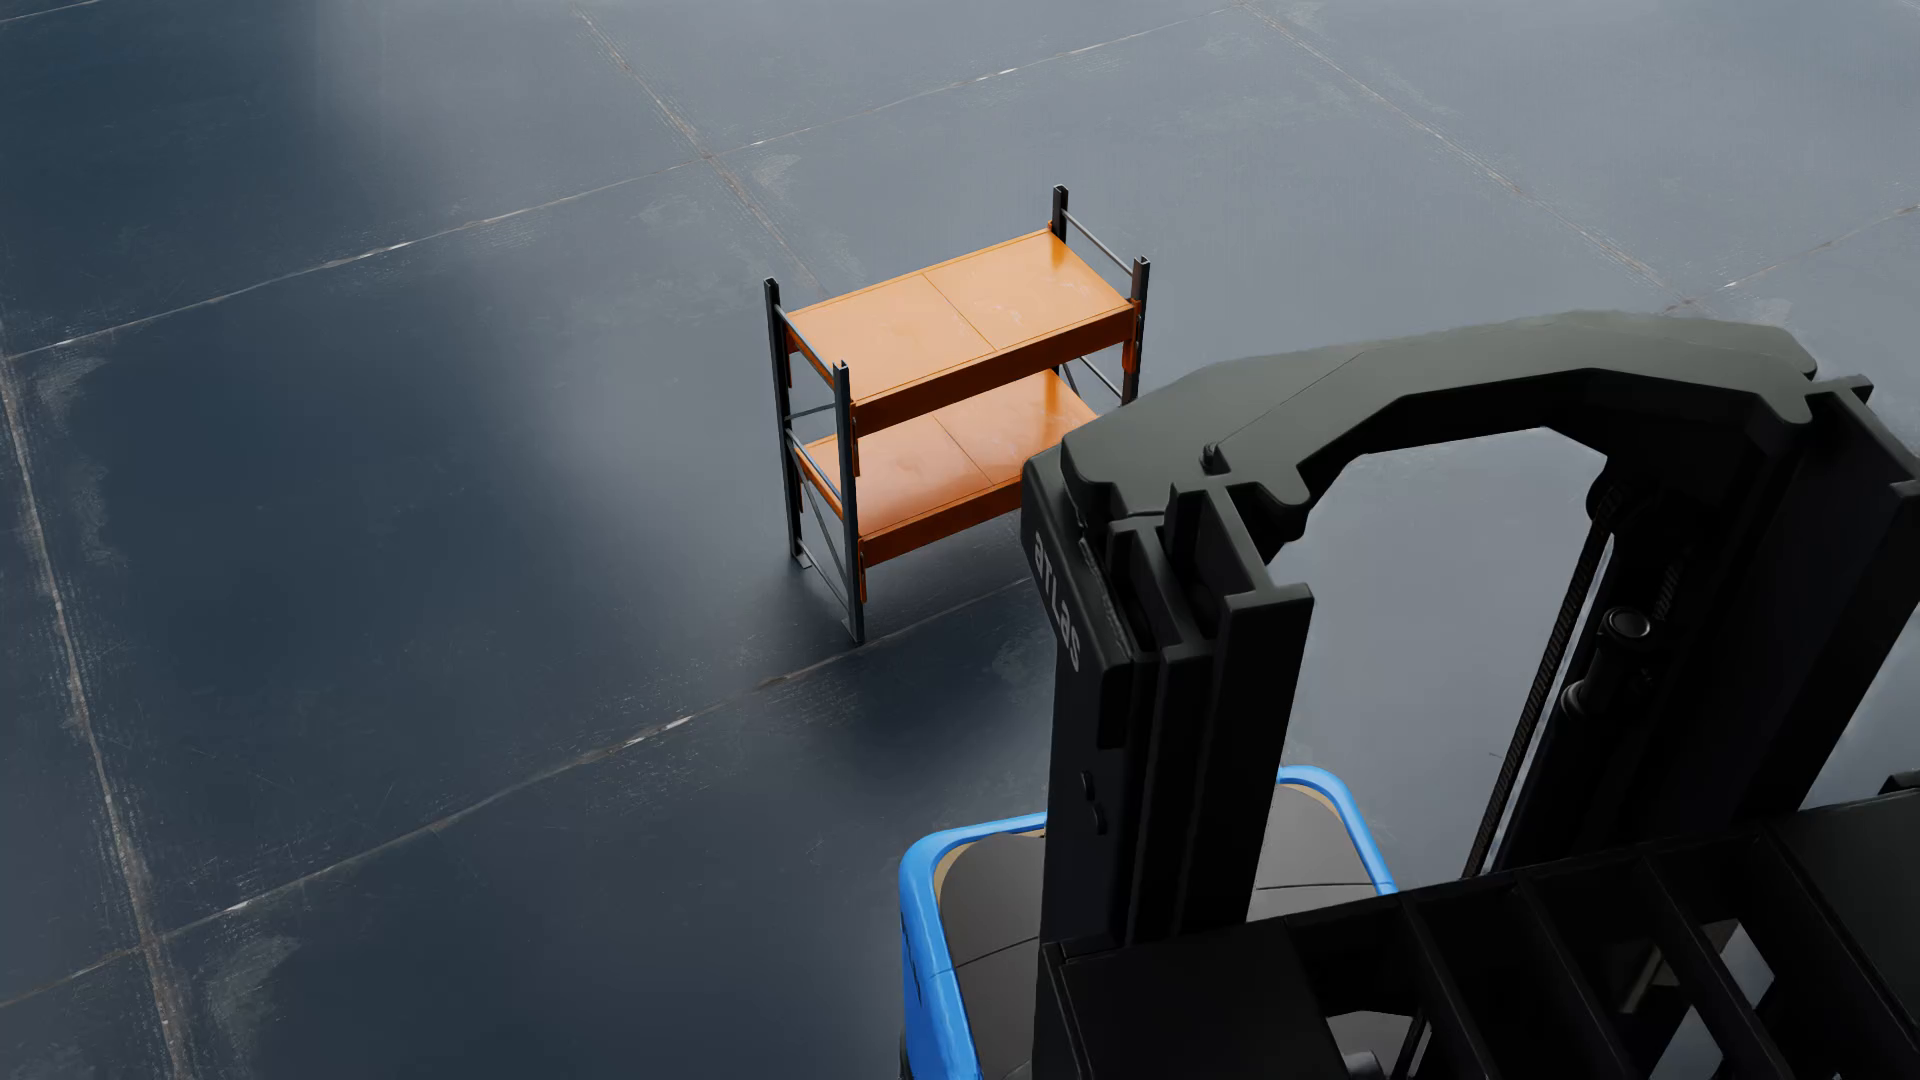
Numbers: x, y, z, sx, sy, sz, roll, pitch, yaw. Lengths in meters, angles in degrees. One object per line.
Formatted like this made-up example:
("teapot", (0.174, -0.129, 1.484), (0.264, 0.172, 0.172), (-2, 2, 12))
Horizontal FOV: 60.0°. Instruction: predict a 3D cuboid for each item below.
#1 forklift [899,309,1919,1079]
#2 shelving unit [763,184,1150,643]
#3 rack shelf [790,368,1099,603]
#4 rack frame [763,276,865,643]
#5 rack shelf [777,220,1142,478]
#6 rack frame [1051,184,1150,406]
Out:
("forklift", (0.680, 1.284, 2.323), (1.130, 2.935, 3.031), (-9, 45, -9))
("shelving unit", (-0.006, -0.401, 5.356), (1.048, 1.125, 0.538), (-22, 48, -21))
("rack shelf", (-0.006, -0.226, 5.526), (1.000, 0.278, 0.538), (-22, 48, -21))
("rack frame", (-0.447, -0.225, 5.174), (0.032, 1.125, 0.500), (-22, 48, -21))
("rack shelf", (-0.006, -0.611, 5.152), (1.000, 0.278, 0.538), (-22, 48, -21))
("rack frame", (0.435, -0.578, 5.538), (0.032, 1.125, 0.500), (-22, 48, -21))
